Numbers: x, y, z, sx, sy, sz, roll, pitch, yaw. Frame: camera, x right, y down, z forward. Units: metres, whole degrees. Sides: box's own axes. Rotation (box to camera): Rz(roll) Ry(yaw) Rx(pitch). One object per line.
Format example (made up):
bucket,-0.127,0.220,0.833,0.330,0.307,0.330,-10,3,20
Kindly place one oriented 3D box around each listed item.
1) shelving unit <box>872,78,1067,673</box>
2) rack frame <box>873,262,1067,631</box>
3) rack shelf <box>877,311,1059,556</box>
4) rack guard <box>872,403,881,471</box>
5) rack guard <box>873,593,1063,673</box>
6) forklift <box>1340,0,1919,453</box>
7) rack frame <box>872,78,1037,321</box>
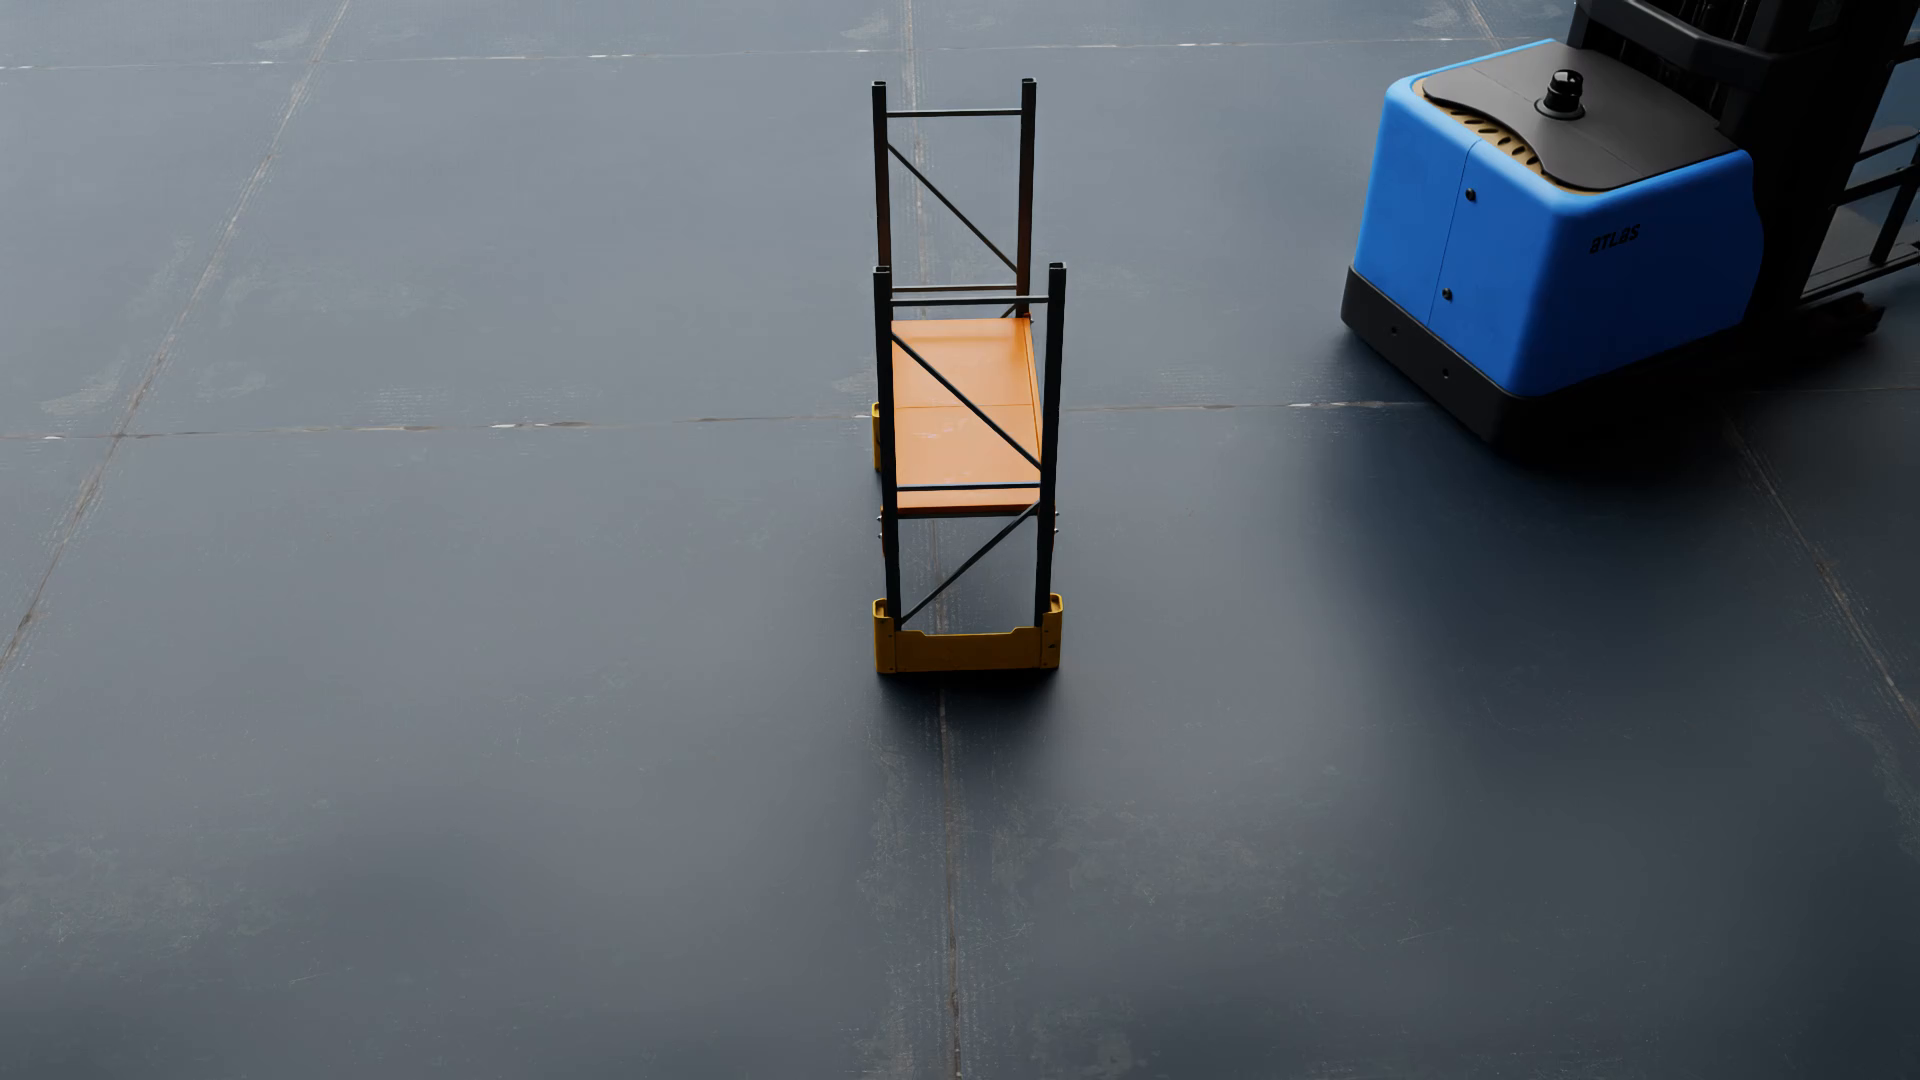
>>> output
shelving unit,0.003,-0.501,5.187,0.587,1.500,1.083,-2,43,-2
rack frame,0.025,-0.152,4.806,0.500,1.500,0.032,-2,43,-2
rack shelf,0.004,-0.363,5.302,0.538,0.185,1.000,-2,43,-2
rack guard,-0.018,-0.377,5.976,0.587,0.250,0.087,-2,43,-2
rack guard,0.024,0.296,5.243,0.587,0.250,0.087,-2,43,-2
forklift,3.061,-2.101,5.873,3.031,2.935,1.130,-19,46,-20
rack frame,-0.018,-0.838,5.555,0.500,1.500,0.032,-2,43,-2
